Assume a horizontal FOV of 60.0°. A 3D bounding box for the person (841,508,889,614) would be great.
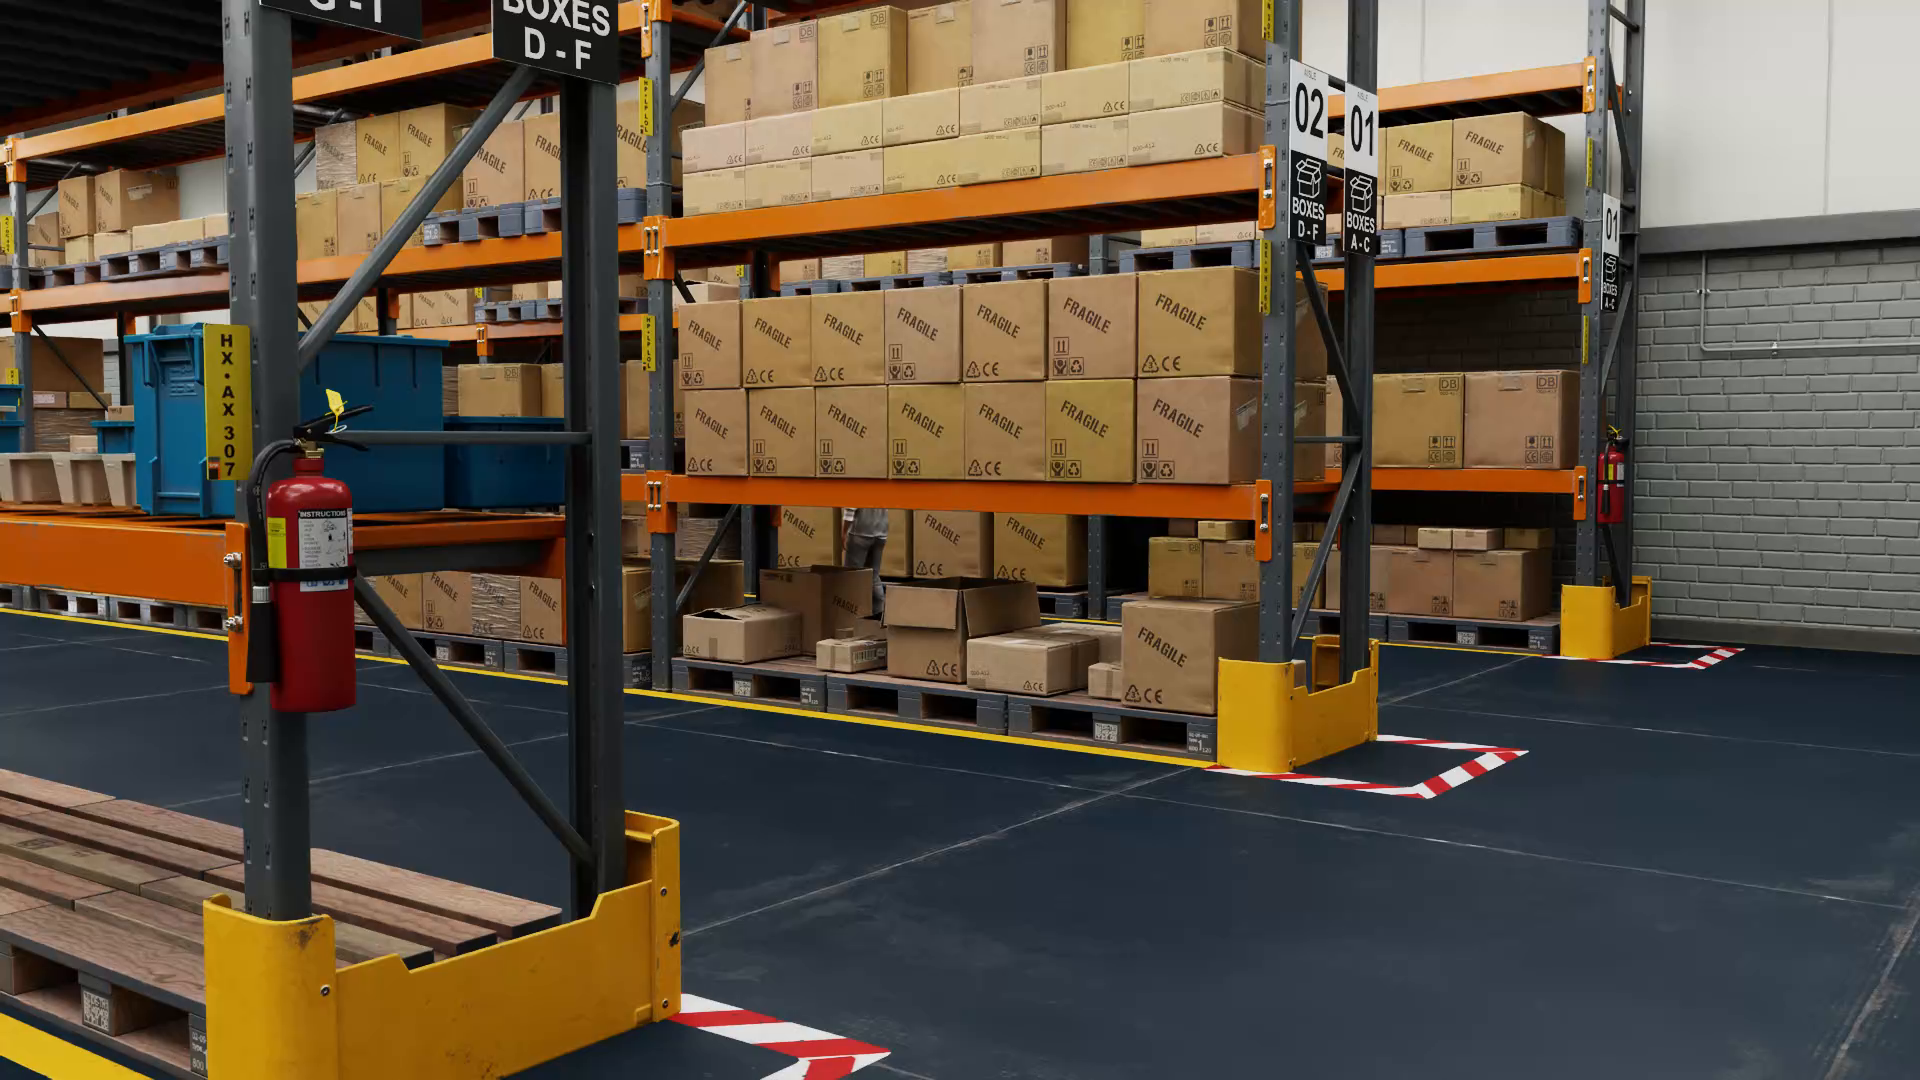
[{"bbox_3d":[-0.722,-0.037,12.525,0.346,1.593,0.460,2,4,36],"label":"person"}]
